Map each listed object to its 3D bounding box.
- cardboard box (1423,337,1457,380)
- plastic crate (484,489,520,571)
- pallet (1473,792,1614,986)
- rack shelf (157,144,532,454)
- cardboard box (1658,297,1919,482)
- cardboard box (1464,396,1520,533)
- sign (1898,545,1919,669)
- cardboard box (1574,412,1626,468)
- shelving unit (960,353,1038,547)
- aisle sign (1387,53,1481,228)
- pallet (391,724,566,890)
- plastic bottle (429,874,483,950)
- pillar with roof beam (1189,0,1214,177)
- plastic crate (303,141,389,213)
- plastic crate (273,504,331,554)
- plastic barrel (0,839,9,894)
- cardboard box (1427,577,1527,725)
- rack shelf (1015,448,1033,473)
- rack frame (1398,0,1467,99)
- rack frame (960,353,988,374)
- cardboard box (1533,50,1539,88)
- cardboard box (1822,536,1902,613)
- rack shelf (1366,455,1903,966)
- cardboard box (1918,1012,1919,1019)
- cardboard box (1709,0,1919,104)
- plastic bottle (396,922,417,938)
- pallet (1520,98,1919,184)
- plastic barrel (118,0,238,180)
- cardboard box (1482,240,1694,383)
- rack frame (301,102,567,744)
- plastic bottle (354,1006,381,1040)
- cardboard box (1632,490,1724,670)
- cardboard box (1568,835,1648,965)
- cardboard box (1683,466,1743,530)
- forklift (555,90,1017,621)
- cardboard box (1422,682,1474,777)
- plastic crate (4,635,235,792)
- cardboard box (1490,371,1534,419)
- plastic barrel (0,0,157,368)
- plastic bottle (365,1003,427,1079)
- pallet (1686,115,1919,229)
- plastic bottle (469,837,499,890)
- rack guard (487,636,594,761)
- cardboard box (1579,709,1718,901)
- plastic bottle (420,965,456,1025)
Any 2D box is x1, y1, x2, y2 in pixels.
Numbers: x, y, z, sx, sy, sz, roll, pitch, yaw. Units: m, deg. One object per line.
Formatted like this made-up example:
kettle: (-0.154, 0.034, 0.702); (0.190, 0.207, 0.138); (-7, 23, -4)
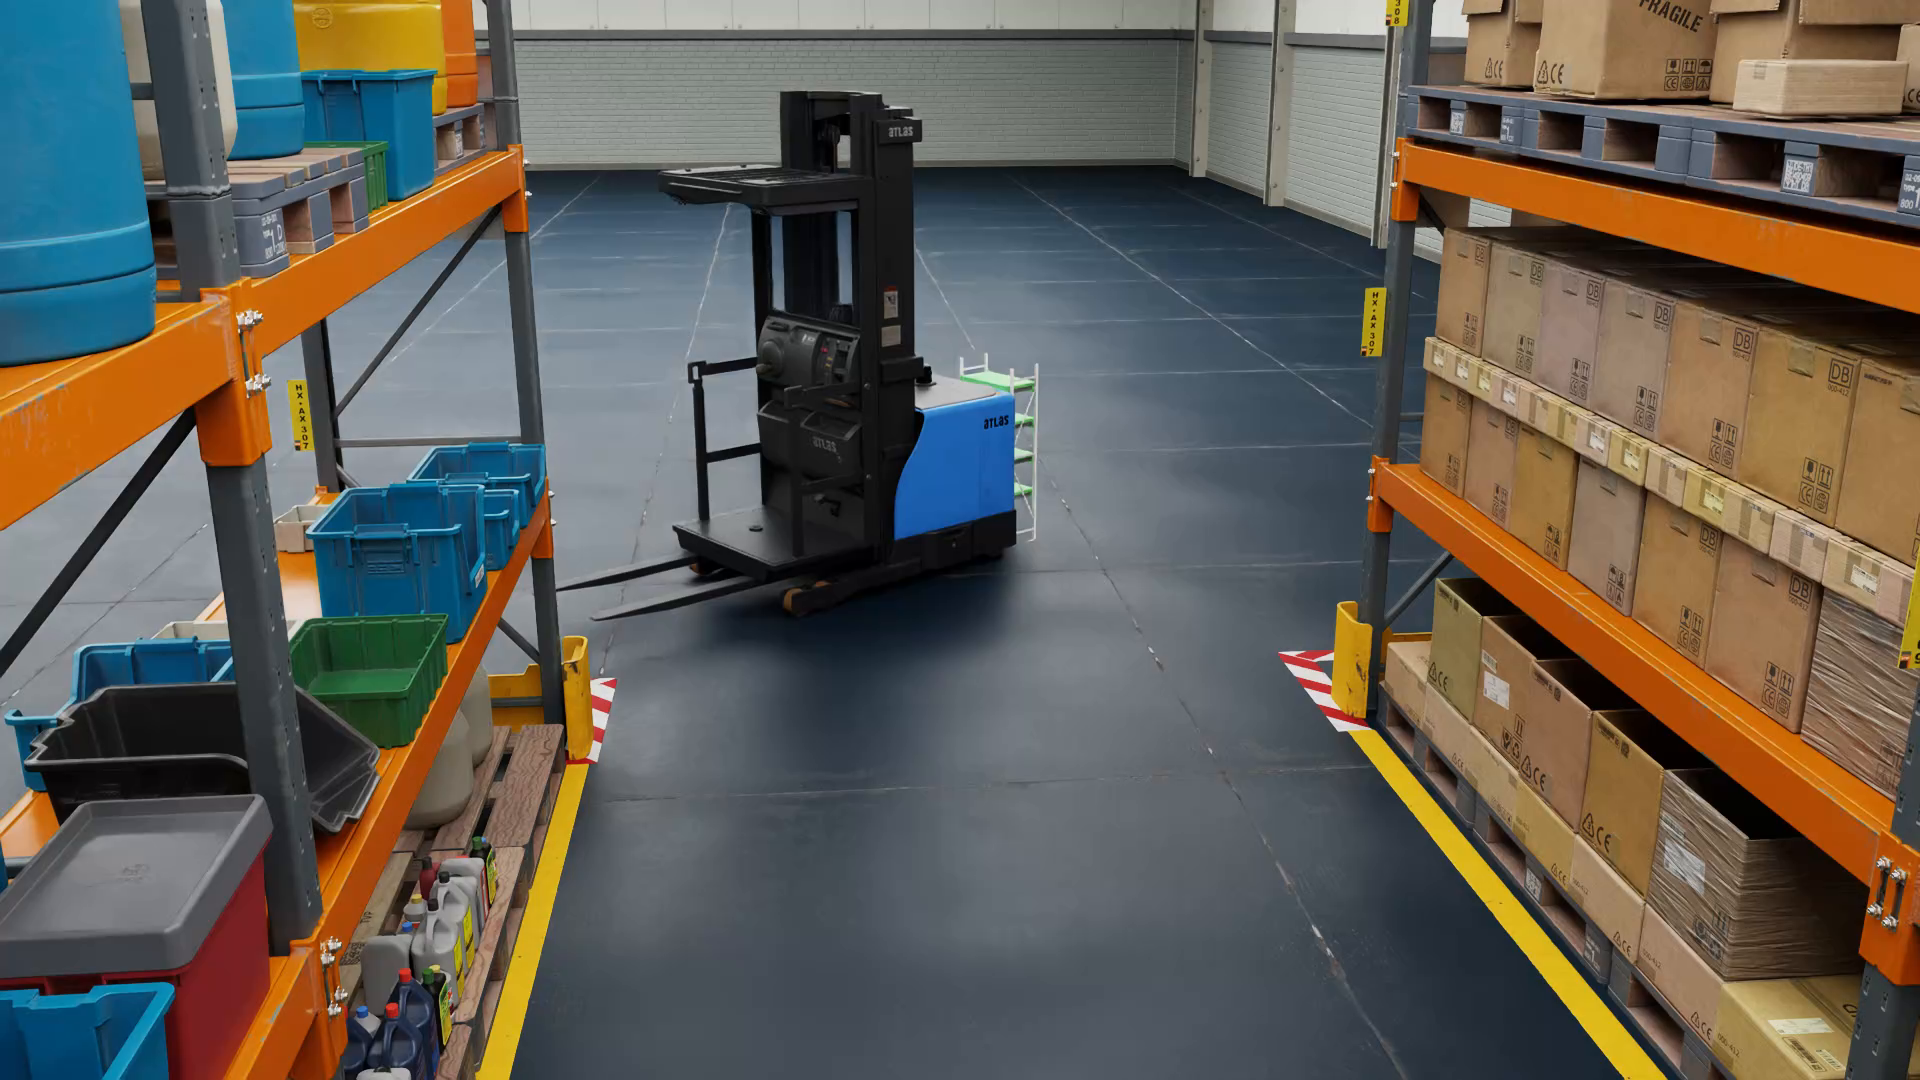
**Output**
cardboard box: (2.339, -0.830, 7.565); (0.380, 0.149, 0.250); (-2, 18, -6)
plastic crate: (-2.004, -0.040, 6.546); (0.499, 0.251, 0.408); (-2, 18, -6)
pallet: (2.756, 1.323, 6.611); (1.003, 0.211, 1.213); (-2, 18, -6)
rack shelf: (-2.208, -0.937, 5.347); (1.077, 0.370, 4.000); (-2, 18, -6)
cardboard box: (2.769, -0.503, 5.440); (0.700, 0.500, 0.500); (-2, 18, -6)
cardboard box: (2.607, -0.349, 7.113); (0.700, 0.500, 0.500); (-1, 17, -4)
sign: (2.374, 0.162, 4.077); (0.100, 0.325, 0.005); (-2, 18, -6)
cardboard box: (2.497, -0.372, 6.106); (0.380, 0.149, 0.250); (-2, 18, -5)
shelving unit: (0.252, -0.604, 11.097); (0.258, 1.200, 0.503); (-15, 23, -39)
aisle sign: (2.202, -1.847, 7.713); (0.394, 0.787, 0.004); (-2, 18, -6)
pallet: (-2.281, 1.149, 7.165); (1.003, 0.211, 1.213); (-2, 18, -6)
plastic bottle: (-1.776, 1.296, 5.855); (0.152, 0.276, 0.135); (-2, 18, -7)
pillar with roof beam: (0.996, -12.236, 35.130); (9.100, 9.000, 0.400); (-2, 18, -6)
plastic crate: (-1.894, -1.062, 4.897); (0.336, 0.188, 0.450); (-2, 18, -6)
plastic crate: (-2.642, -0.043, 6.745); (0.298, 0.136, 0.250); (-2, 18, -6)
plastic barrel: (-2.263, 0.632, 3.319); (0.600, 0.901, 0.708); (-2, 18, -6)
cardboard box: (2.401, 0.472, 7.302); (0.500, 0.500, 0.500); (-2, 18, -6)
rack shelf: (0.252, -0.543, 11.116); (0.258, 0.148, 0.480); (-15, 23, -39)
rack frame: (2.513, -3.459, 7.172); (1.000, 3.000, 0.127); (-2, 18, -6)
rack frame: (0.091, -0.659, 11.271); (0.240, 1.200, 0.015); (-15, 23, -39)
cardboard box: (2.459, -1.819, 6.441); (0.380, 0.149, 0.250); (-2, 18, -6)
cardboard box: (2.661, 0.090, 4.634); (0.380, 0.149, 0.250); (-2, 18, -7)
rack shelf: (2.719, 0.342, 6.280); (1.077, 0.370, 4.000); (-2, 18, -6)
cardboard box: (3.179, 1.559, 5.093); (0.500, 0.250, 0.500); (-2, 18, -6)
cardboard box: (2.881, -1.647, 5.301); (0.797, 0.503, 0.637); (0, 17, 0)
plastic bottle: (-1.870, 1.397, 5.656); (0.097, 0.201, 0.097); (0, 17, 0)
pallet: (2.689, -1.410, 5.800); (1.003, 0.211, 1.213); (-2, 18, -6)
plastic barrel: (-1.851, -1.072, 3.689); (0.421, 0.512, 0.421); (0, 17, 0)
cardboard box: (2.614, -0.952, 6.868); (0.700, 0.500, 0.500); (-2, 18, -7)
rack frame: (-2.414, -0.445, 7.586); (1.000, 3.000, 0.127); (-2, 18, -6)
plastic bottle: (-1.807, 1.546, 5.066); (0.097, 0.271, 0.097); (0, 17, 0)
cardboard box: (2.765, 0.109, 5.656); (0.700, 0.500, 0.500); (-2, 17, -5)
cardboard box: (2.552, 1.277, 5.990); (0.500, 0.250, 0.500); (-2, 18, -6)
cardboard box: (2.581, -0.140, 5.365); (0.380, 0.149, 0.250); (-2, 18, -6)
forklift: (-1.071, -1.126, 9.869); (3.031, 2.935, 1.130); (-15, 23, -39)
cardboard box: (2.402, 0.830, 7.414); (0.500, 0.250, 0.500); (-2, 18, -6)
plastic crate: (-2.386, 0.496, 4.836); (0.499, 0.251, 0.616); (-2, 18, -6)
cardboard box: (2.417, -0.602, 6.838); (0.380, 0.149, 0.250); (-2, 18, -6)
plastic barrel: (-1.733, -0.779, 2.805); (0.600, 0.901, 0.708); (-2, 18, -6)
plastic bottle: (-1.672, 1.547, 4.928); (0.144, 0.351, 0.185); (-1, 17, -4)
pallet: (2.812, -1.047, 4.645); (1.003, 0.211, 1.213); (-2, 18, -6)
plastic bottle: (-1.789, 1.214, 6.240); (0.097, 0.201, 0.097); (0, 17, 0)
rack guard: (-2.360, 0.769, 7.893); (1.175, 0.500, 0.348); (-2, 18, -6)
cardboard box: (2.565, 0.919, 5.879); (0.500, 0.500, 0.500); (-2, 18, -6)
plastic bottle: (-1.698, 1.477, 5.401); (0.097, 0.201, 0.097); (0, 17, 0)
